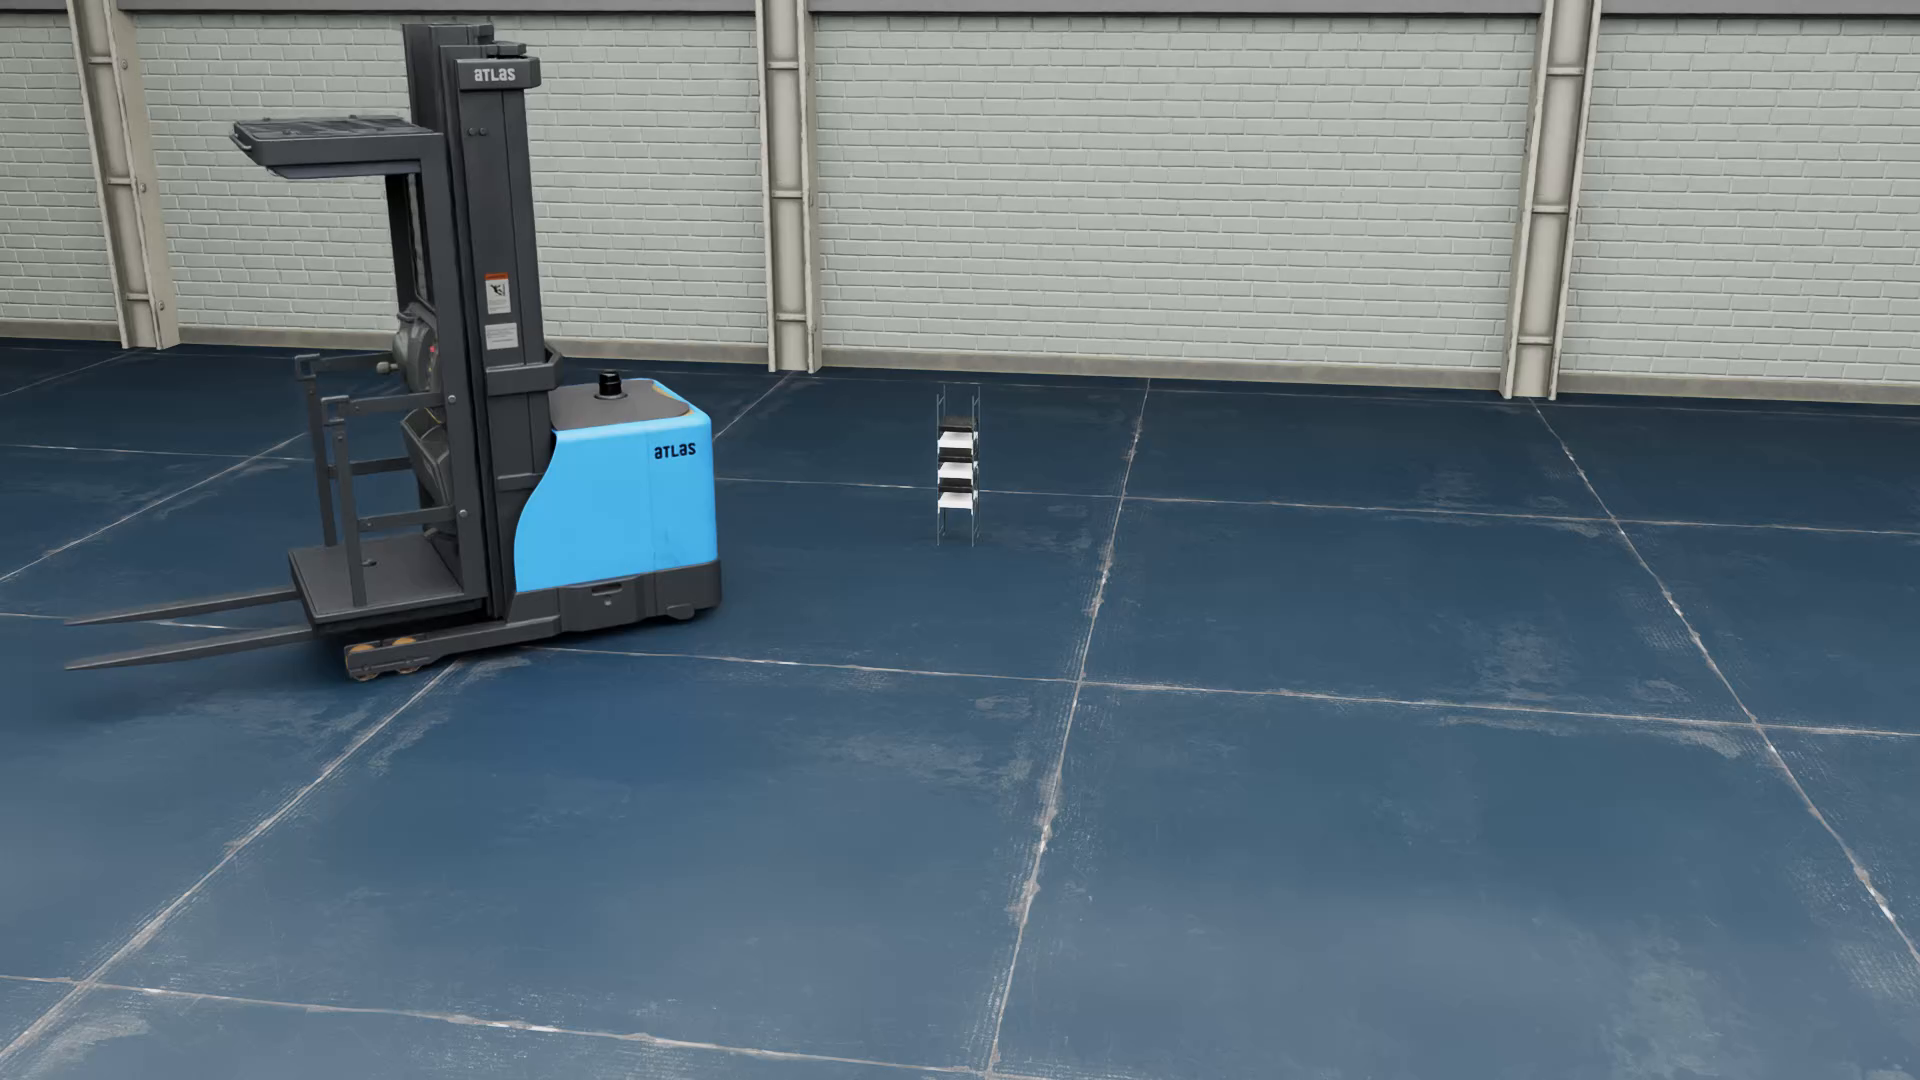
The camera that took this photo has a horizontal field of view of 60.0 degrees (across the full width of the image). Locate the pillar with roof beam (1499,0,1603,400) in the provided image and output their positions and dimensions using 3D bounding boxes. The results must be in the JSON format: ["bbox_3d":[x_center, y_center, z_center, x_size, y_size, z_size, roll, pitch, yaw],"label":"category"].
[{"bbox_3d":[3.842,-4.080,7.815,0.400,9.000,9.100,3,19,9],"label":"pillar with roof beam"}]

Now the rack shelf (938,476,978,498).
[{"bbox_3d":[-0.008,-0.310,9.701,0.200,0.077,0.258,3,19,9],"label":"rack shelf"}]

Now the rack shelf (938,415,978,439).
[{"bbox_3d":[-0.008,-0.652,9.586,0.200,0.077,0.258,3,19,9],"label":"rack shelf"}]

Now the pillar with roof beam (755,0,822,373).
[{"bbox_3d":[-2.082,-4.382,8.717,0.400,9.000,9.100,3,19,9],"label":"pillar with roof beam"}]

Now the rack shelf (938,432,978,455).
[{"bbox_3d":[-0.008,-0.566,9.615,0.200,0.077,0.258,3,19,9],"label":"rack shelf"}]

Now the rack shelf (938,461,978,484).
[{"bbox_3d":[-0.008,-0.396,9.672,0.200,0.077,0.258,3,19,9],"label":"rack shelf"}]

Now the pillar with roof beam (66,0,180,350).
[{"bbox_3d":[-8.006,-4.684,9.620,0.400,9.000,9.100,3,19,9],"label":"pillar with roof beam"}]

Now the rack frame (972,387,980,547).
[{"bbox_3d":[0.092,-0.422,9.646,0.006,0.900,0.240,3,19,9],"label":"rack frame"}]

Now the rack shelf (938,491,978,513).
[{"bbox_3d":[-0.008,-0.225,9.729,0.200,0.077,0.258,3,19,9],"label":"rack shelf"}]

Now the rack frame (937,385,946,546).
[{"bbox_3d":[-0.108,-0.432,9.677,0.006,0.900,0.240,3,19,9],"label":"rack frame"}]

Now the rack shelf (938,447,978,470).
[{"bbox_3d":[-0.008,-0.481,9.644,0.200,0.077,0.258,3,19,9],"label":"rack shelf"}]

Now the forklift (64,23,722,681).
[{"bbox_3d":[-2.784,-0.919,7.930,3.031,2.935,1.130,-9,21,-26],"label":"forklift"}]

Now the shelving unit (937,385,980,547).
[{"bbox_3d":[-0.008,-0.427,9.662,0.210,0.900,0.258,3,19,9],"label":"shelving unit"}]
